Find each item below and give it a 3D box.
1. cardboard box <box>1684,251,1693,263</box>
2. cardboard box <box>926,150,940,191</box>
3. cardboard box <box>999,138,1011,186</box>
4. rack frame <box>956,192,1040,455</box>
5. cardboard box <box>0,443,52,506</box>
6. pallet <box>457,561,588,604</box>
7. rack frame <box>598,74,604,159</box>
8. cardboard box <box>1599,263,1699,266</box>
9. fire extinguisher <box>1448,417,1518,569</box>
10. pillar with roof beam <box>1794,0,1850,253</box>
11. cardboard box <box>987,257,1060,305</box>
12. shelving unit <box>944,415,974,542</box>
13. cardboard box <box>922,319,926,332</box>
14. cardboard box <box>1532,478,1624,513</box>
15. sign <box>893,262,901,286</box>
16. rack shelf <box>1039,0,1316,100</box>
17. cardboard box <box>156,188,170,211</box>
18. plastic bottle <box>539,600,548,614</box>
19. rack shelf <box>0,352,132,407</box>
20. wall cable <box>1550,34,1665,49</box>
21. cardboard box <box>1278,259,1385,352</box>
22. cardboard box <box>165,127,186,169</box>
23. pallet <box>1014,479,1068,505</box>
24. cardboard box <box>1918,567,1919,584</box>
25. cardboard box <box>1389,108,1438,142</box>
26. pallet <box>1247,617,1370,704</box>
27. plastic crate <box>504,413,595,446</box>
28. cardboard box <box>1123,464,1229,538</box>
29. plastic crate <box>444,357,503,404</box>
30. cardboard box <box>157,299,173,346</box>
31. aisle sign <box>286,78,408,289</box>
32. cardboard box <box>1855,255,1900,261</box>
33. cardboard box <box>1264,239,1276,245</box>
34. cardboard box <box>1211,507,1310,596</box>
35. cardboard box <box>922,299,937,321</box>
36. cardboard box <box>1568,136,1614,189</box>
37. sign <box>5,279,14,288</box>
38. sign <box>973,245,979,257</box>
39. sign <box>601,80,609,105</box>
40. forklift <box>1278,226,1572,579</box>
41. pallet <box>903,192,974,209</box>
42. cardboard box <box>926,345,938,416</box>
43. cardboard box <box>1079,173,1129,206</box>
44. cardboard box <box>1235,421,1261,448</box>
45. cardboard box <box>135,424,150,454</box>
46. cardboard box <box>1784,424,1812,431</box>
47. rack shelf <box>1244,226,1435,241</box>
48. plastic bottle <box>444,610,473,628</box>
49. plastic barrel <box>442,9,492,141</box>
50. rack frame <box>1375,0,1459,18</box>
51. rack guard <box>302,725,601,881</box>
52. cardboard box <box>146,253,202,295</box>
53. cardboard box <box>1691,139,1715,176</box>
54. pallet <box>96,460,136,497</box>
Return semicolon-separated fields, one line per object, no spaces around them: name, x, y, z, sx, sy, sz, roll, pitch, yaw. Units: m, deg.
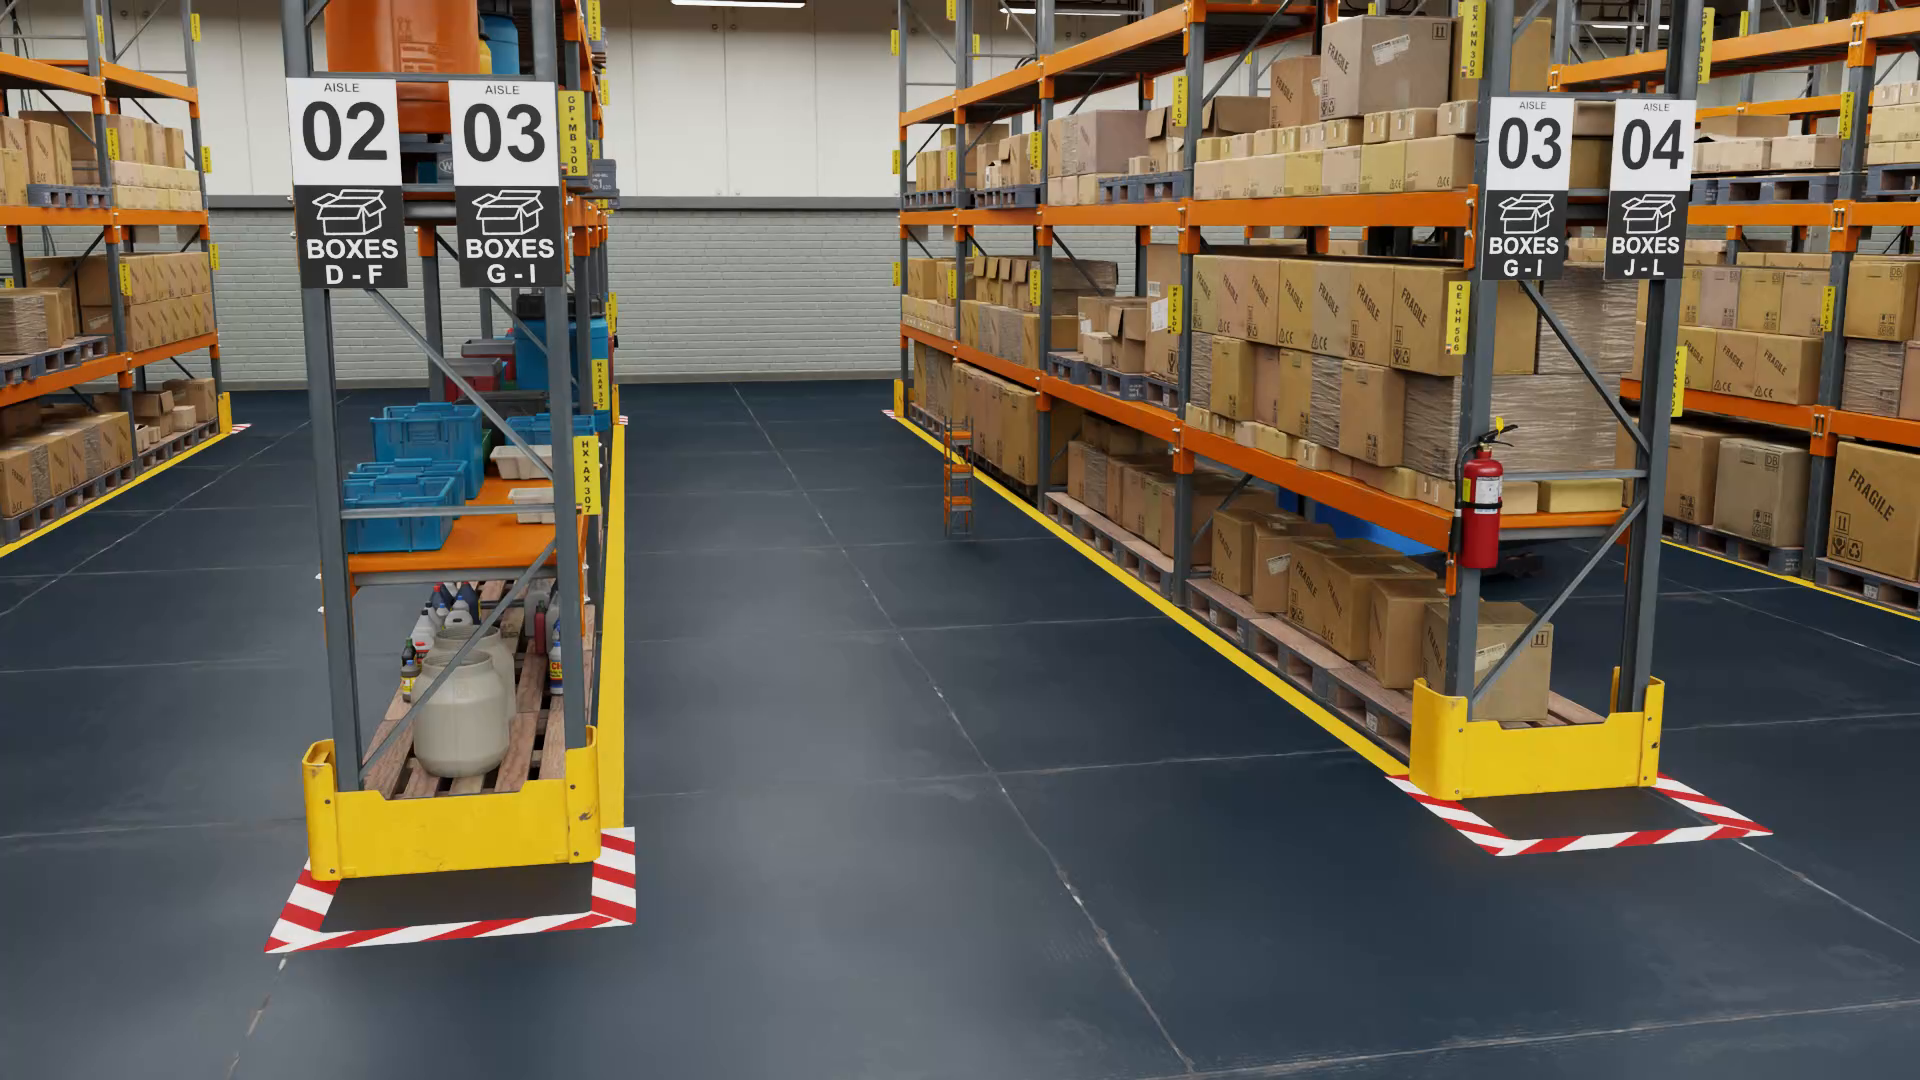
cardboard box;9.720;-3.562;21.947;0.500;0.500;0.500;-2;11;-12
cardboard box;-0.032;-4.709;21.235;0.700;0.500;0.500;-3;11;-15
cardboard box;0.812;-3.862;17.044;0.797;0.503;0.637;-2;11;-12
rack frame;0.453;-2.491;19.264;1.000;3.000;0.127;-2;11;-11
cardboard box;-8.403;-0.576;14.710;0.500;0.500;0.500;-3;11;-13
pallet;-3.040;0.383;11.619;1.003;0.211;1.213;-2;11;-11
rack frame;-5.184;-5.992;21.611;1.000;3.000;0.127;-2;11;-11
cardboard box;6.293;-2.285;15.235;0.700;0.500;0.500;-2;11;-12
fire extinguisher;2.357;-0.215;7.509;0.296;0.674;0.183;-2;11;-11
pillar with roof beam;10.401;-7.084;27.351;9.100;9.000;0.548;-2;11;-11
cardboard box;0.707;-2.790;17.883;0.797;0.503;0.637;-2;11;-10
shelving unit;-0.010;-0.526;14.150;0.215;1.050;0.252;-2;11;-11
cardboard box;-0.279;-2.742;21.255;0.380;0.149;0.250;-2;11;-12
cardboard box;2.965;-0.228;8.044;0.380;0.149;0.250;-2;11;-11
sign;-0.871;-3.670;22.930;0.100;0.325;0.005;-2;11;-11
rack shelf;1.620;-3.788;13.026;1.077;0.370;4.000;-2;11;-11
cardboard box;-9.407;-3.905;19.070;0.500;0.250;0.500;-2;11;-11
plastic bottle;-2.437;0.485;9.716;0.061;0.283;0.133;-2;11;-11
rack shelf;-8.876;-1.412;15.515;1.077;0.370;4.000;-2;11;-11
wall cable;11.491;-7.705;30.512;2.988;3.039;0.133;-2;11;-11
cardboard box;2.150;-1.344;9.499;0.500;0.500;0.500;-2;11;-11
cardboard box;-9.927;-4.786;20.354;0.700;0.500;0.500;-2;11;-11
pallet;1.151;-0.535;16.444;1.003;0.211;1.213;-2;11;-11
cardboard box;7.126;-0.065;11.077;0.875;0.875;0.875;-2;11;-11
cardboard box;2.330;-2.024;8.121;0.380;0.149;0.250;-3;11;-13
pallet;2.415;0.692;9.997;1.003;0.211;1.213;-2;11;-11
plastic crate;-2.368;-0.578;9.608;0.499;0.251;0.616;-2;11;-11
cardboard box;1.727;-0.316;13.346;0.700;0.500;0.500;-3;11;-16
plastic crate;-3.244;-0.953;11.011;0.402;0.464;0.583;-2;11;-11
cardboard box;-9.295;-2.470;18.884;0.500;0.500;0.500;-2;11;-11
aisle sign;-2.349;-1.363;6.385;0.394;0.787;0.004;-2;11;-11
cardboard box;10.396;-2.929;18.621;0.500;0.500;0.500;-2;11;-11
cardboard box;4.491;-3.889;22.870;0.500;0.500;0.500;-2;11;-9
cardboard box;2.047;0.072;11.356;0.500;0.500;0.500;-2;11;-13
cardboard box;-0.188;-2.917;21.104;0.500;0.250;0.500;-2;11;-12
cardboard box;2.947;-1.788;7.948;0.500;0.250;0.500;-2;11;-9
sign;-9.796;-2.536;17.183;0.100;0.325;0.005;-2;11;-11
sign;0.210;-3.927;23.078;0.100;0.325;0.005;-2;11;-11
sign;-4.647;-5.857;21.762;0.100;0.325;0.005;-2;11;-11
forklift;3.877;-1.222;12.778;3.031;2.935;1.130;-7;13;-34
pallet;-0.171;-4.519;22.133;1.003;0.211;1.213;-2;11;-11
cardboard box;0.055;-2.106;21.799;0.875;0.875;0.875;-2;11;-11
cardboard box;1.281;-2.874;13.653;0.500;0.250;0.500;-2;11;-10
cardboard box;1.933;-0.666;10.347;0.380;0.149;0.250;-2;11;-11
cardboard box;-9.135;-1.112;18.031;0.500;0.311;0.500;-2;11;-11
cardboard box;10.556;-1.738;19.866;0.875;0.875;0.875;-2;11;-9
rack shelf;4.949;-4.140;21.828;1.077;0.370;4.000;-2;11;-11
plastic bottle;-2.840;0.544;9.426;0.152;0.276;0.135;-2;11;-11
plastic barrel;-2.418;-2.087;7.491;0.600;0.588;0.600;0;11;0
rack frame;5.338;-5.600;19.553;1.000;3.000;0.127;-2;11;-11
rack guard;-2.133;1.105;7.052;1.175;0.500;0.348;-2;11;-11
cardboard box;-9.588;-3.242;20.263;0.500;0.500;0.500;-2;11;-9
cardboard box;6.238;-3.278;14.222;0.500;0.311;0.500;-2;11;-12
pallet;-9.070;-0.614;16.859;1.003;0.211;1.213;-2;11;-11
